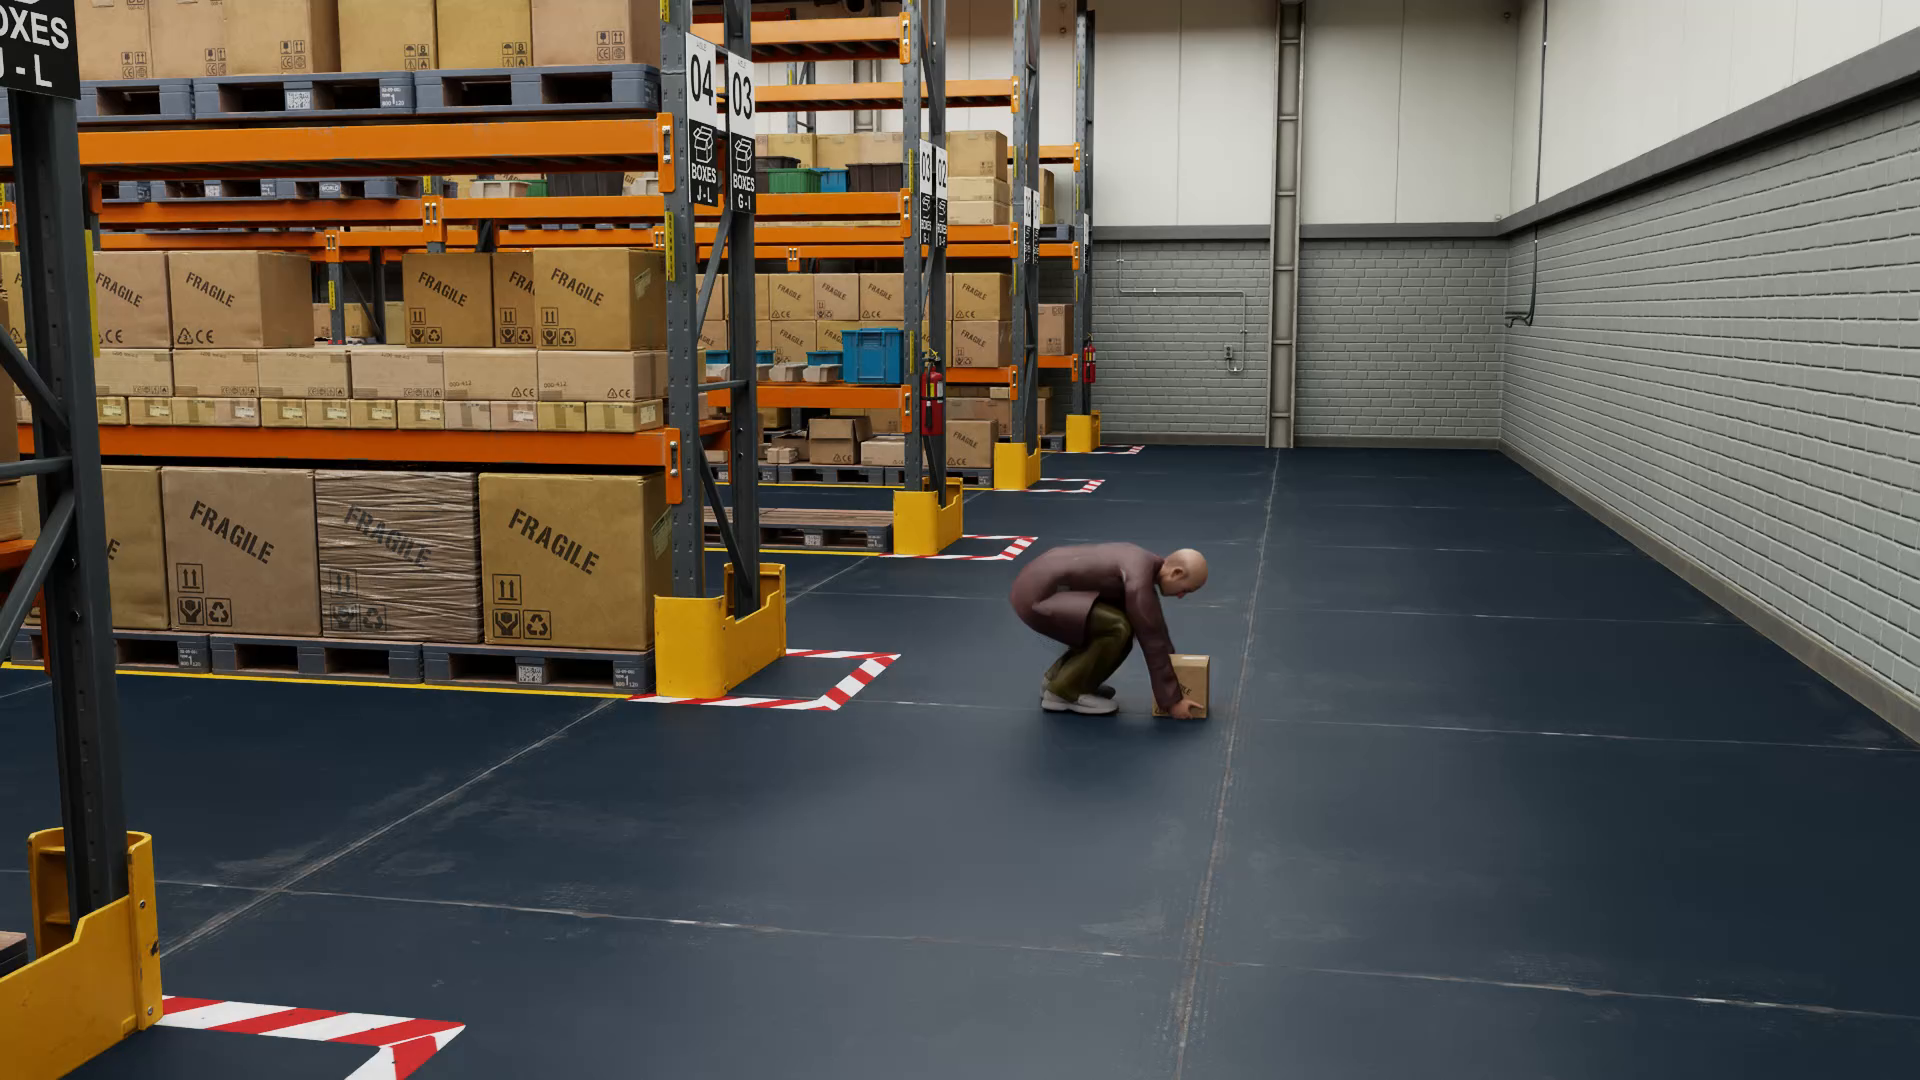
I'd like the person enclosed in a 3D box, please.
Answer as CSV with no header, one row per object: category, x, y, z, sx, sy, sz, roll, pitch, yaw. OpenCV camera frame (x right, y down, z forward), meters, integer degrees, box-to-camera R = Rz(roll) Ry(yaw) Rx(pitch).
person,0.705,0.425,7.955,0.949,0.814,0.575,1,8,10
